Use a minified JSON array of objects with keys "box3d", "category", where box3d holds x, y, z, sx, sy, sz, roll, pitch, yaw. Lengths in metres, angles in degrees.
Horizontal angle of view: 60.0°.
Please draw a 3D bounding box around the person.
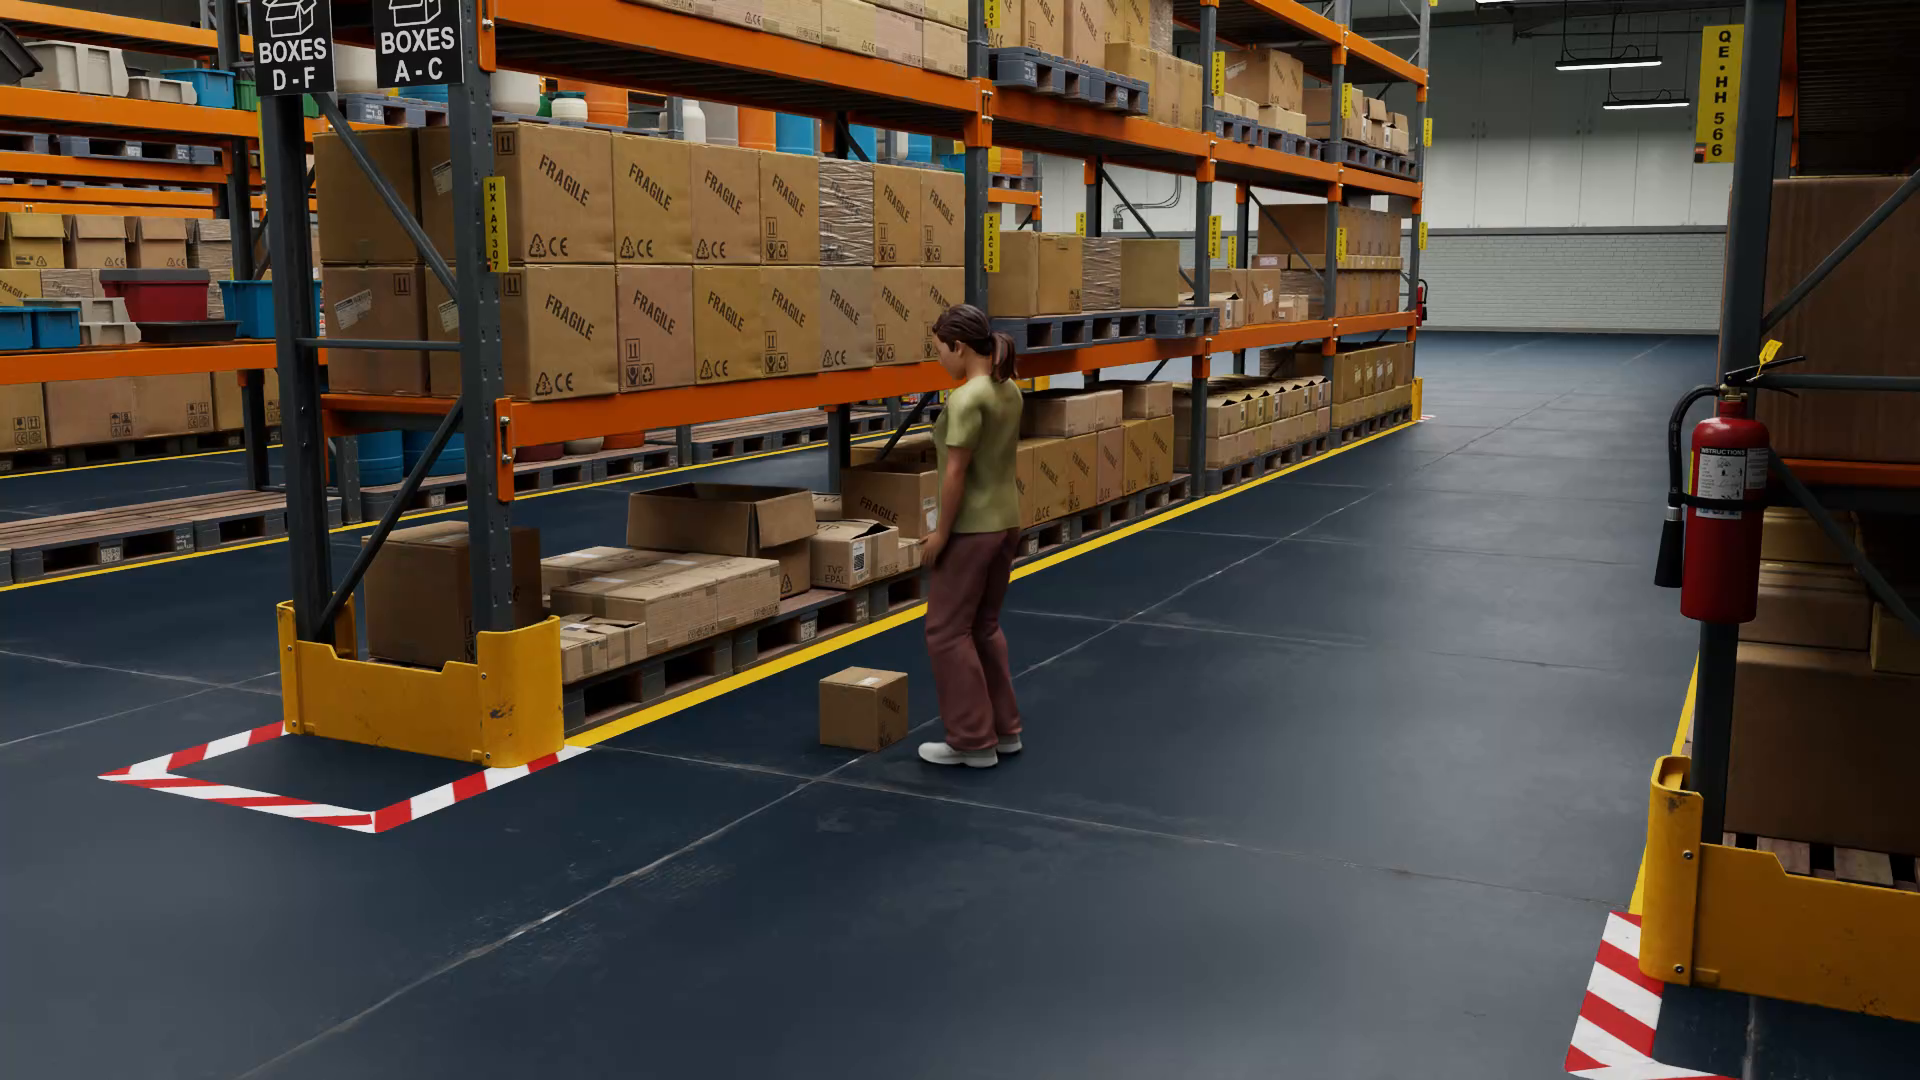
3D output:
[{"box3d":[0.051,-0.013,6.009,0.359,1.665,0.452,5,10,27],"category":"person"}]
